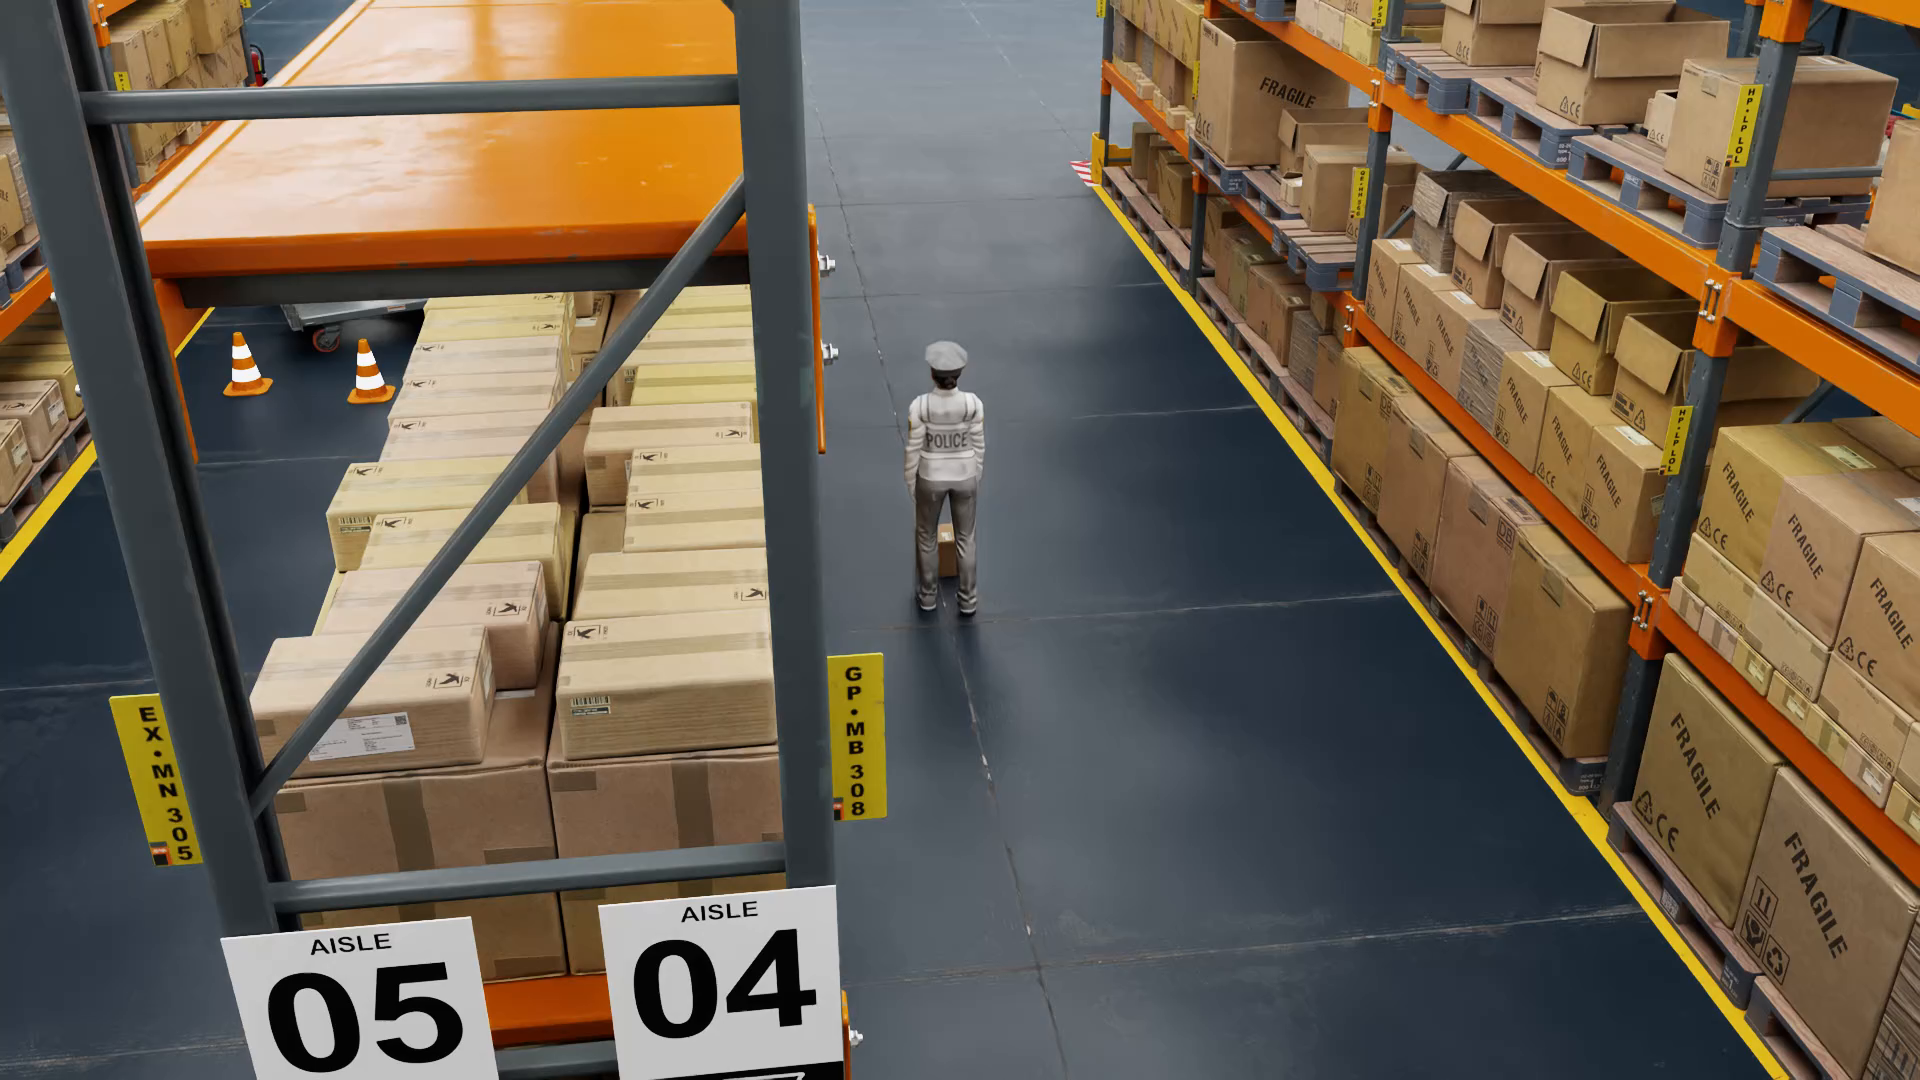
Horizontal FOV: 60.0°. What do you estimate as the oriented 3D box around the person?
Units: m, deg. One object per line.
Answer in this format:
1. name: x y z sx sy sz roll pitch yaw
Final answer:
1. person: -0.094 -0.361 9.767 0.467 1.681 0.363 -3 27 -6
